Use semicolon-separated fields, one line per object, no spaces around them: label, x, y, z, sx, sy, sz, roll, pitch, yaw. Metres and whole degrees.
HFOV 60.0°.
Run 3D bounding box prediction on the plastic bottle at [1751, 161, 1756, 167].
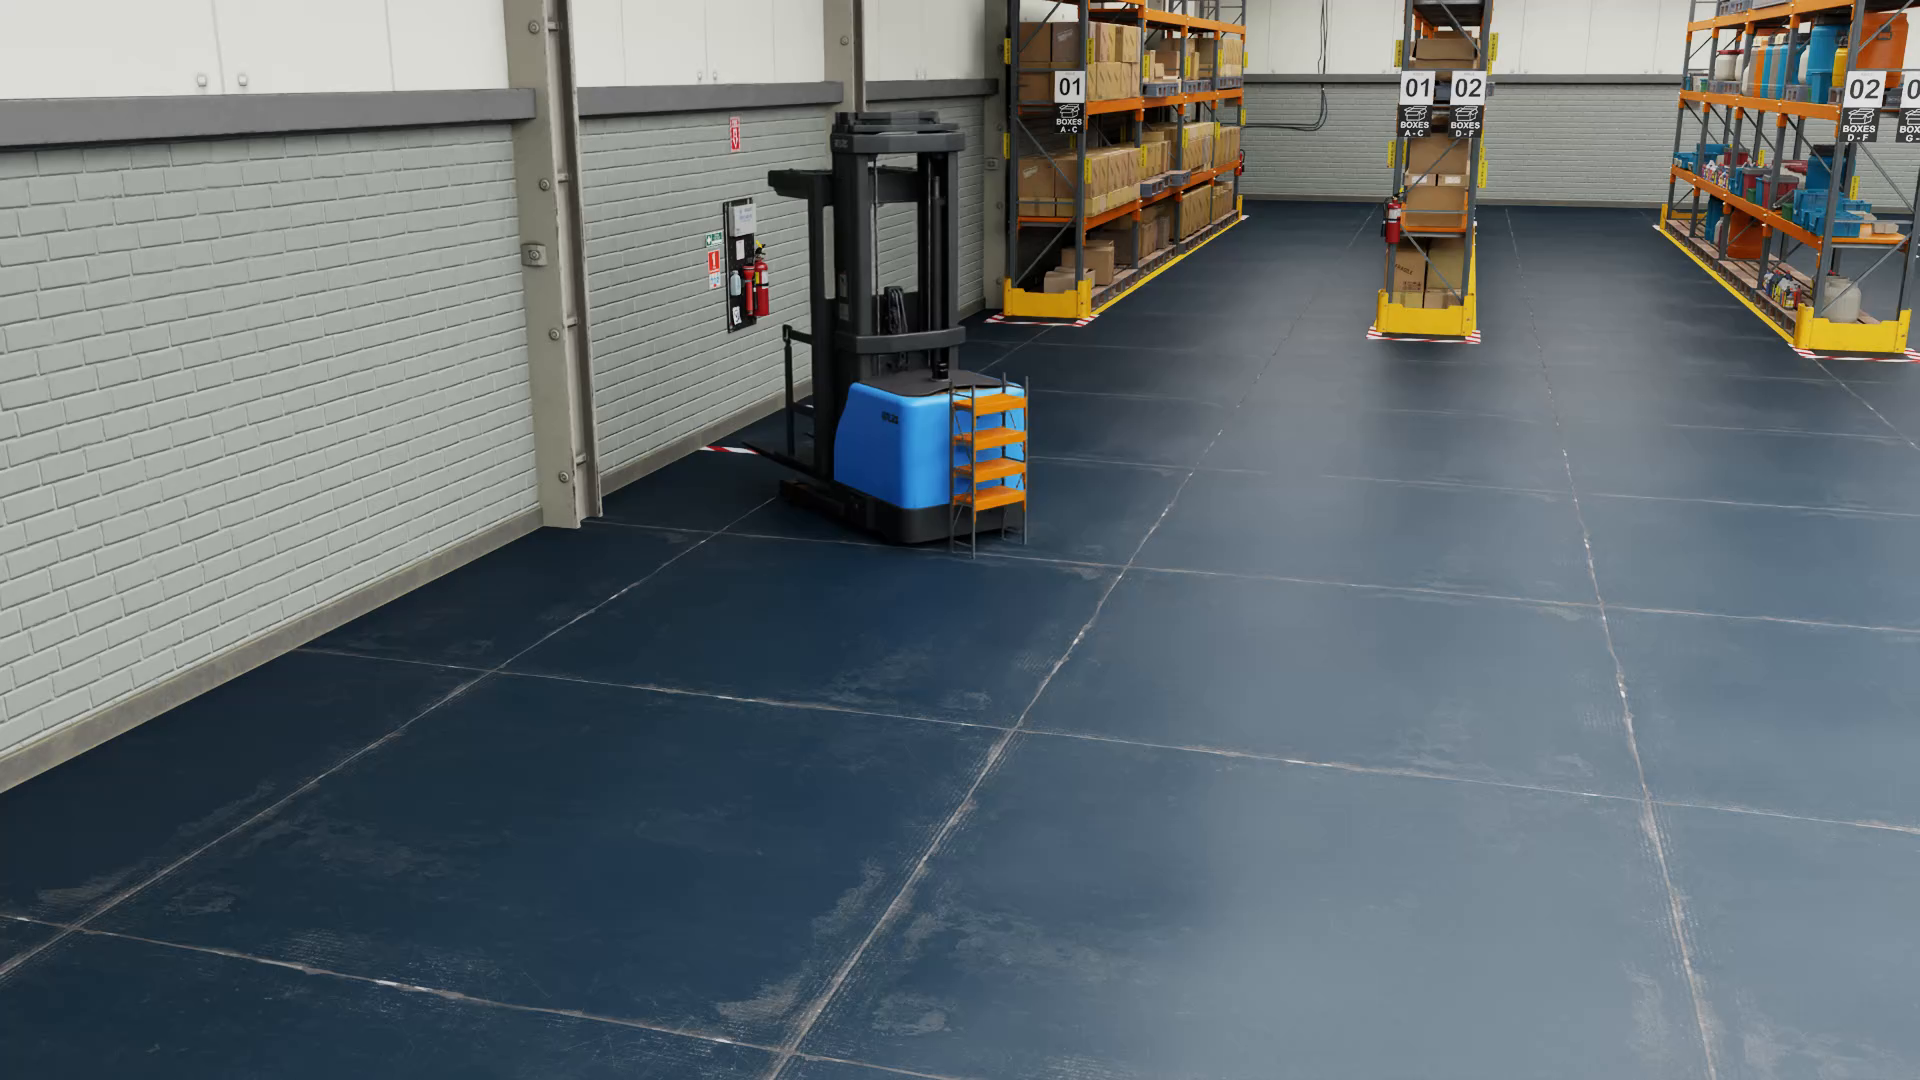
plastic bottle;14.118;-6.561;29.554;0.144;0.351;0.185;5;16;16

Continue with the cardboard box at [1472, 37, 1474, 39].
cardboard box;9.419;-9.338;31.742;0.700;0.500;0.500;5;16;16

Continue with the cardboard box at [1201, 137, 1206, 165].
cardboard box;4.391;-7.414;31.707;0.500;0.500;0.500;5;16;16

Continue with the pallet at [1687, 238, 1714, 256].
pallet;13.806;-5.310;30.165;1.003;0.211;1.213;5;16;16

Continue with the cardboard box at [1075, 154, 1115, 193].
cardboard box;1.883;-5.142;23.326;0.500;0.500;0.500;4;16;14

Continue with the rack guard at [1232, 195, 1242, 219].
rack guard;5.710;-7.469;37.246;1.175;0.500;0.348;5;16;16

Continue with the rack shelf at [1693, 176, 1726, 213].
rack shelf;13.497;-5.981;28.738;1.077;0.370;4.000;5;16;16

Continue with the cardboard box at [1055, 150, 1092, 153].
cardboard box;1.662;-5.452;24.419;0.500;0.500;0.500;5;17;17

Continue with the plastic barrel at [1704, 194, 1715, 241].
plastic barrel;13.894;-5.902;30.216;0.600;0.901;0.708;5;16;16

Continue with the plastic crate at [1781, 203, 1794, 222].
plastic crate;11.135;-4.322;21.959;0.450;0.188;0.662;5;16;16

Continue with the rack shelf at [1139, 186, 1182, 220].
rack shelf;2.862;-5.703;27.757;1.077;0.370;4.000;5;16;16

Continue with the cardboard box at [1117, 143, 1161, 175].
cardboard box;2.973;-6.381;27.838;0.700;0.500;0.500;5;16;16

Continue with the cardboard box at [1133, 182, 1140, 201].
cardboard box;2.449;-5.316;25.312;0.500;0.250;0.500;5;16;16

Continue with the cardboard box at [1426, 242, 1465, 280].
cardboard box;6.543;-3.722;22.349;0.500;0.500;0.500;5;16;16

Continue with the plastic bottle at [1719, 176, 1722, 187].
plastic bottle;12.916;-6.089;28.165;0.097;0.201;0.097;0;16;0

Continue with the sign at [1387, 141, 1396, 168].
sign;5.391;-4.813;20.744;0.100;0.325;0.005;5;16;16

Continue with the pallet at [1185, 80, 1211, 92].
pallet;4.353;-8.726;31.951;0.805;0.209;1.217;4;16;14

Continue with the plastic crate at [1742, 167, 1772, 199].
plastic crate;12.176;-5.436;25.379;0.402;0.464;0.583;5;16;16

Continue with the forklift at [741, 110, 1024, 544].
forklift;-0.743;-1.733;12.568;1.130;2.935;3.031;-10;19;-31

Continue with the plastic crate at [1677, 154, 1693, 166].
plastic crate;14.629;-7.634;33.444;0.416;0.233;0.300;5;16;16

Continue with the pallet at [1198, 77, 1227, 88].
pallet;4.809;-9.232;33.547;1.003;0.211;1.213;5;16;16

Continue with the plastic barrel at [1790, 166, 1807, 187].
plastic barrel;12.482;-5.248;24.586;0.433;0.535;0.433;0;16;0

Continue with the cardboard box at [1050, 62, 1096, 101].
cardboard box;1.491;-6.048;21.939;0.500;0.500;0.500;5;17;17

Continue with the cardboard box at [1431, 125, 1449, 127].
cardboard box;6.781;-5.566;23.395;0.700;0.500;0.500;5;16;16

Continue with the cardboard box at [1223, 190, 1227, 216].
cardboard box;5.316;-7.211;35.568;0.700;0.500;0.500;4;16;14

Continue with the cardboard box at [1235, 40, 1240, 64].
cardboard box;5.604;-10.304;35.112;0.500;0.500;0.500;5;17;18

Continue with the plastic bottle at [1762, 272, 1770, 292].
plastic bottle;11.281;-3.607;23.243;0.097;0.271;0.097;0;16;0

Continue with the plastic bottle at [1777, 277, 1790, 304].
plastic bottle;10.937;-3.306;22.038;0.144;0.351;0.185;5;17;18

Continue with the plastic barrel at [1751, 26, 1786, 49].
plastic barrel;13.727;-8.278;28.333;0.600;0.901;0.708;5;16;16

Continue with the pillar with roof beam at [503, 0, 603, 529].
pillar with roof beam;1.243;-4.142;9.942;9.100;9.000;0.400;5;16;16

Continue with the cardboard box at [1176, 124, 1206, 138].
cardboard box;4.380;-7.772;31.593;0.500;0.250;0.500;5;17;17

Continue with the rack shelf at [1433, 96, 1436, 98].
rack shelf;7.612;-6.763;25.997;1.077;0.370;4.000;5;16;16

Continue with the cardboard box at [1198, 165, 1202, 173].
cardboard box;4.424;-7.132;31.902;0.380;0.149;0.250;5;16;16

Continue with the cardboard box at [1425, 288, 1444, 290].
cardboard box;6.411;-3.229;21.987;0.500;0.250;0.500;5;16;16

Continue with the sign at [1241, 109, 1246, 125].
sign;6.220;-9.290;36.531;0.100;0.325;0.005;5;16;16

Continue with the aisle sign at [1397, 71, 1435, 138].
aisle sign;5.607;-5.352;20.438;0.394;0.787;0.004;5;16;16

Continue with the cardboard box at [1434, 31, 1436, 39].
cardboard box;7.396;-7.385;25.004;0.500;0.500;0.500;6;17;21

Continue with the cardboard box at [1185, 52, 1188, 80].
cardboard box;3.783;-8.693;30.493;0.700;0.500;0.500;6;17;19

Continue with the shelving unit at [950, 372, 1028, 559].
shelving unit;0.197;-0.515;11.446;0.503;1.200;0.258;-14;21;-40

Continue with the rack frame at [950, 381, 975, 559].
rack frame;0.015;-0.470;11.289;0.015;1.200;0.240;-14;21;-40

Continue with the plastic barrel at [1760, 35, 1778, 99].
plastic barrel;12.100;-6.934;24.363;0.600;0.901;0.708;5;16;16

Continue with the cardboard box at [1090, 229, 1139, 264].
cardboard box;2.486;-4.729;26.778;0.700;0.500;0.500;5;17;18

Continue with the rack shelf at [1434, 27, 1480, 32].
rack shelf;9.886;-10.297;32.967;1.077;0.370;4.000;5;16;16

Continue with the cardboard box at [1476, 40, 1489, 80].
cardboard box;6.641;-6.270;21.731;0.500;0.500;0.500;5;16;16

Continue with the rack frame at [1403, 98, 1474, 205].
rack frame;7.044;-5.143;24.463;1.000;3.000;0.127;5;16;16

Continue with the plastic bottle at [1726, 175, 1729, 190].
plastic bottle;12.634;-5.887;27.300;0.061;0.283;0.133;5;16;16

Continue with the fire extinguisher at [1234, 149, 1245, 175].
fire extinguisher;6.189;-8.452;36.957;0.296;0.674;0.183;5;16;16

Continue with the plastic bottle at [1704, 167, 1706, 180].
plastic bottle;13.471;-6.634;29.956;0.097;0.271;0.097;0;16;0

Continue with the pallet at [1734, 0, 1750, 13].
pallet;13.163;-8.593;26.713;1.213;0.211;1.003;5;16;16

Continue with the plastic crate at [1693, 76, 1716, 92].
plastic crate;14.276;-8.727;31.821;0.437;0.282;0.530;5;16;16

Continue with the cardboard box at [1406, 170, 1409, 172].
cardboard box;5.978;-4.706;21.553;0.380;0.149;0.250;4;16;15

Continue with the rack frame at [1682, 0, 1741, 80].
rack frame;15.202;-10.783;33.355;1.000;3.000;0.127;5;16;16

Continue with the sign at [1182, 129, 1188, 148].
sign;3.953;-7.052;29.217;0.100;0.325;0.005;5;16;16

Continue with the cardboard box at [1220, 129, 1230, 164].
cardboard box;5.146;-8.285;34.994;0.980;0.700;0.700;4;16;13

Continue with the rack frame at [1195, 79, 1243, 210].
rack frame;5.703;-8.665;36.882;1.000;3.000;0.127;5;16;16

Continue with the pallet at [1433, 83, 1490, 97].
pallet;7.758;-7.064;26.086;1.003;0.211;1.213;5;17;18
